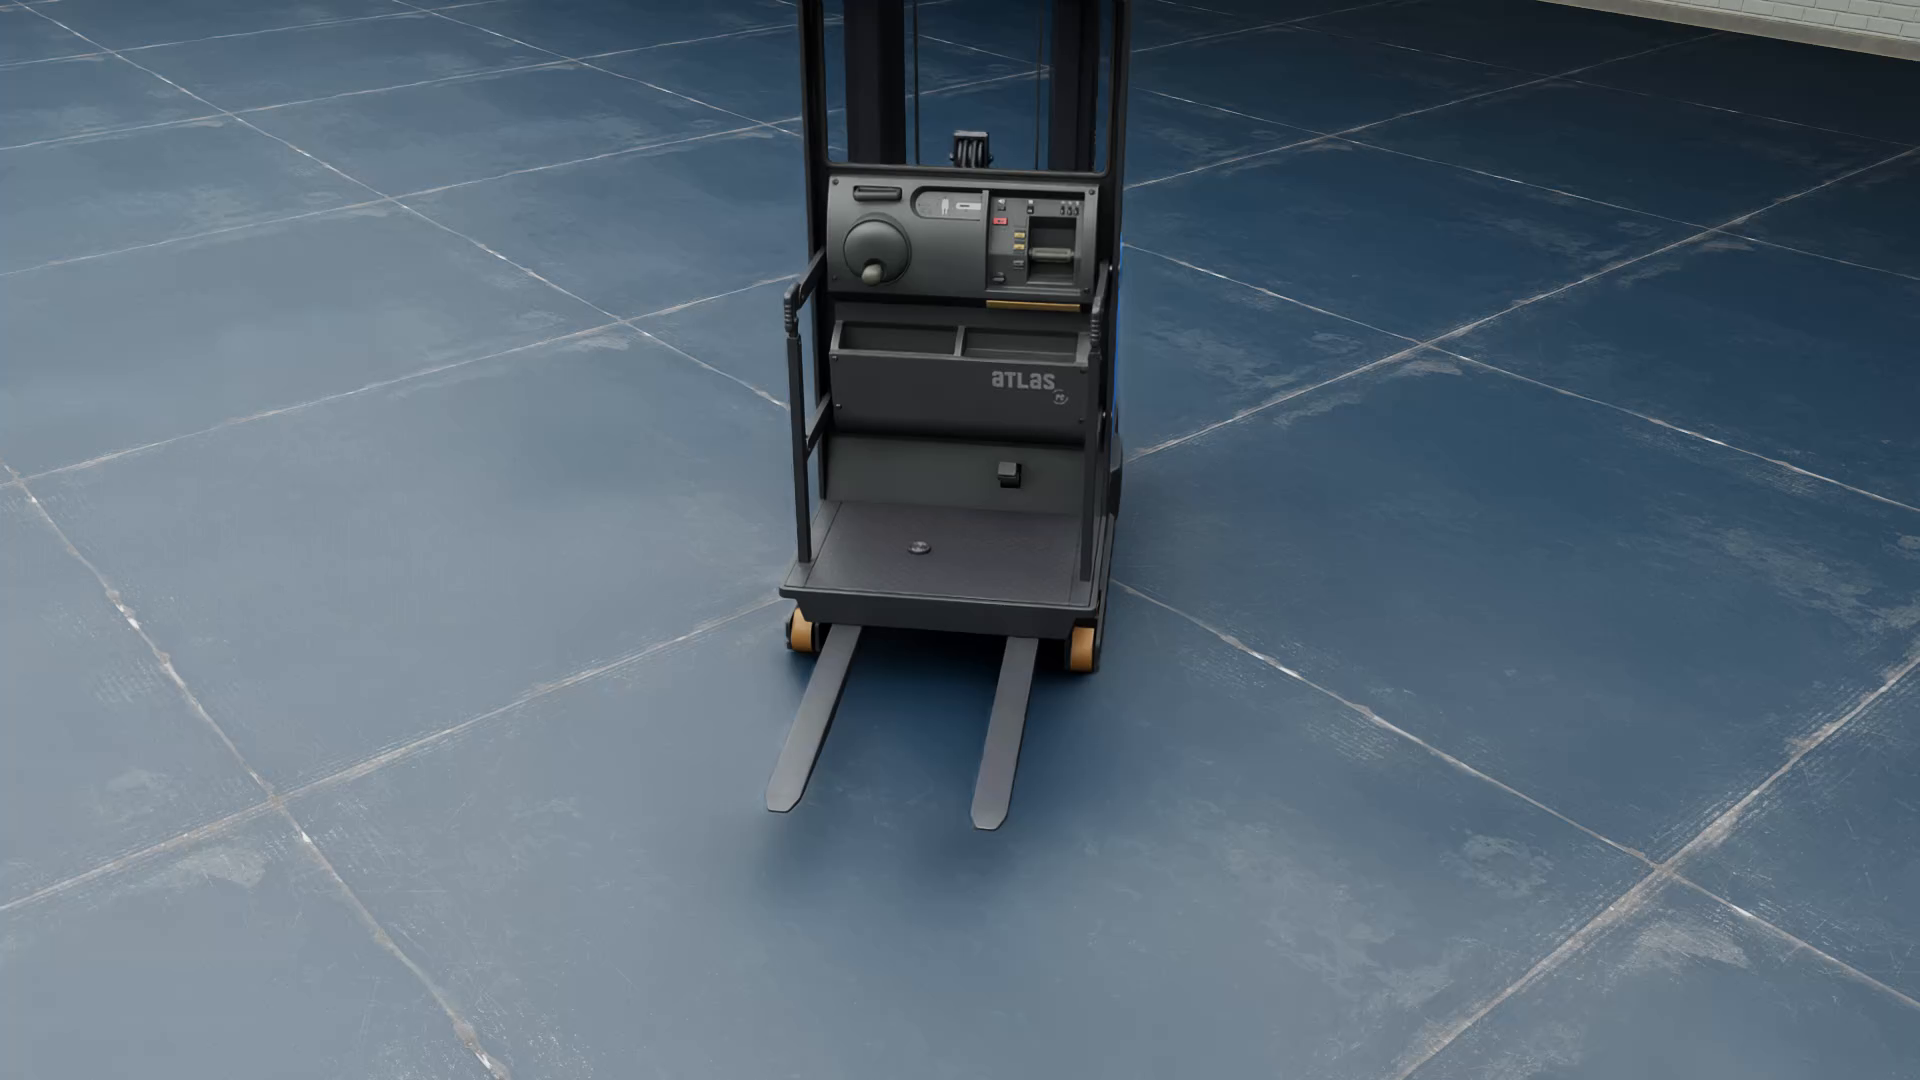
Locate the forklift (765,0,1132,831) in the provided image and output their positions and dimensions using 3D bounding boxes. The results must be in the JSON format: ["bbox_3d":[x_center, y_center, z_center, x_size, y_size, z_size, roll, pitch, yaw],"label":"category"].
[{"bbox_3d":[-0.022,-1.000,5.511,1.130,2.935,3.031,4,28,7],"label":"forklift"}]
